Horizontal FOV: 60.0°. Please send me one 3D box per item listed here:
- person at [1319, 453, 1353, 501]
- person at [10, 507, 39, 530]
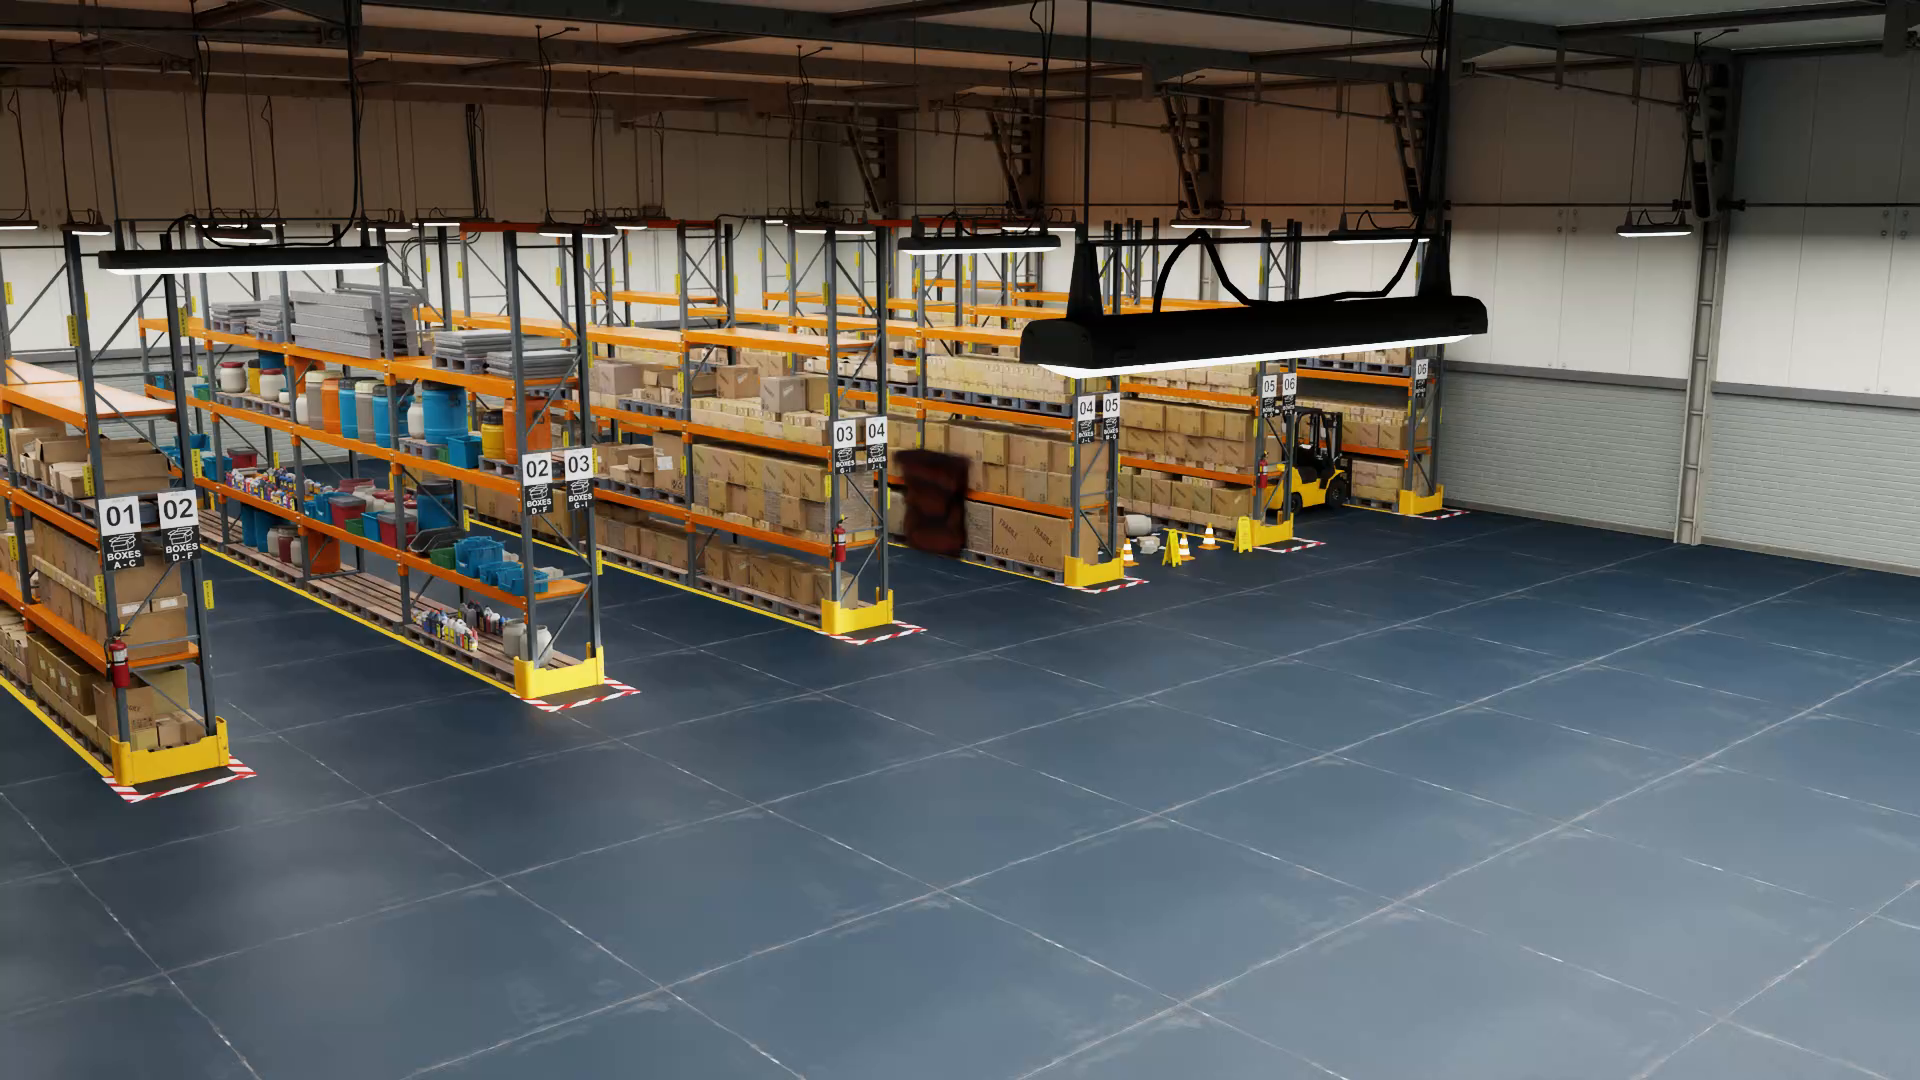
[{"bbox_3d":[0.012,-1.719,36.107,13.973,1.735,11.885,-9,15,-39],"label":"person"},{"bbox_3d":[-16.452,-0.335,29.303,0.496,1.687,1.012,-9,14,-36],"label":"person"}]
